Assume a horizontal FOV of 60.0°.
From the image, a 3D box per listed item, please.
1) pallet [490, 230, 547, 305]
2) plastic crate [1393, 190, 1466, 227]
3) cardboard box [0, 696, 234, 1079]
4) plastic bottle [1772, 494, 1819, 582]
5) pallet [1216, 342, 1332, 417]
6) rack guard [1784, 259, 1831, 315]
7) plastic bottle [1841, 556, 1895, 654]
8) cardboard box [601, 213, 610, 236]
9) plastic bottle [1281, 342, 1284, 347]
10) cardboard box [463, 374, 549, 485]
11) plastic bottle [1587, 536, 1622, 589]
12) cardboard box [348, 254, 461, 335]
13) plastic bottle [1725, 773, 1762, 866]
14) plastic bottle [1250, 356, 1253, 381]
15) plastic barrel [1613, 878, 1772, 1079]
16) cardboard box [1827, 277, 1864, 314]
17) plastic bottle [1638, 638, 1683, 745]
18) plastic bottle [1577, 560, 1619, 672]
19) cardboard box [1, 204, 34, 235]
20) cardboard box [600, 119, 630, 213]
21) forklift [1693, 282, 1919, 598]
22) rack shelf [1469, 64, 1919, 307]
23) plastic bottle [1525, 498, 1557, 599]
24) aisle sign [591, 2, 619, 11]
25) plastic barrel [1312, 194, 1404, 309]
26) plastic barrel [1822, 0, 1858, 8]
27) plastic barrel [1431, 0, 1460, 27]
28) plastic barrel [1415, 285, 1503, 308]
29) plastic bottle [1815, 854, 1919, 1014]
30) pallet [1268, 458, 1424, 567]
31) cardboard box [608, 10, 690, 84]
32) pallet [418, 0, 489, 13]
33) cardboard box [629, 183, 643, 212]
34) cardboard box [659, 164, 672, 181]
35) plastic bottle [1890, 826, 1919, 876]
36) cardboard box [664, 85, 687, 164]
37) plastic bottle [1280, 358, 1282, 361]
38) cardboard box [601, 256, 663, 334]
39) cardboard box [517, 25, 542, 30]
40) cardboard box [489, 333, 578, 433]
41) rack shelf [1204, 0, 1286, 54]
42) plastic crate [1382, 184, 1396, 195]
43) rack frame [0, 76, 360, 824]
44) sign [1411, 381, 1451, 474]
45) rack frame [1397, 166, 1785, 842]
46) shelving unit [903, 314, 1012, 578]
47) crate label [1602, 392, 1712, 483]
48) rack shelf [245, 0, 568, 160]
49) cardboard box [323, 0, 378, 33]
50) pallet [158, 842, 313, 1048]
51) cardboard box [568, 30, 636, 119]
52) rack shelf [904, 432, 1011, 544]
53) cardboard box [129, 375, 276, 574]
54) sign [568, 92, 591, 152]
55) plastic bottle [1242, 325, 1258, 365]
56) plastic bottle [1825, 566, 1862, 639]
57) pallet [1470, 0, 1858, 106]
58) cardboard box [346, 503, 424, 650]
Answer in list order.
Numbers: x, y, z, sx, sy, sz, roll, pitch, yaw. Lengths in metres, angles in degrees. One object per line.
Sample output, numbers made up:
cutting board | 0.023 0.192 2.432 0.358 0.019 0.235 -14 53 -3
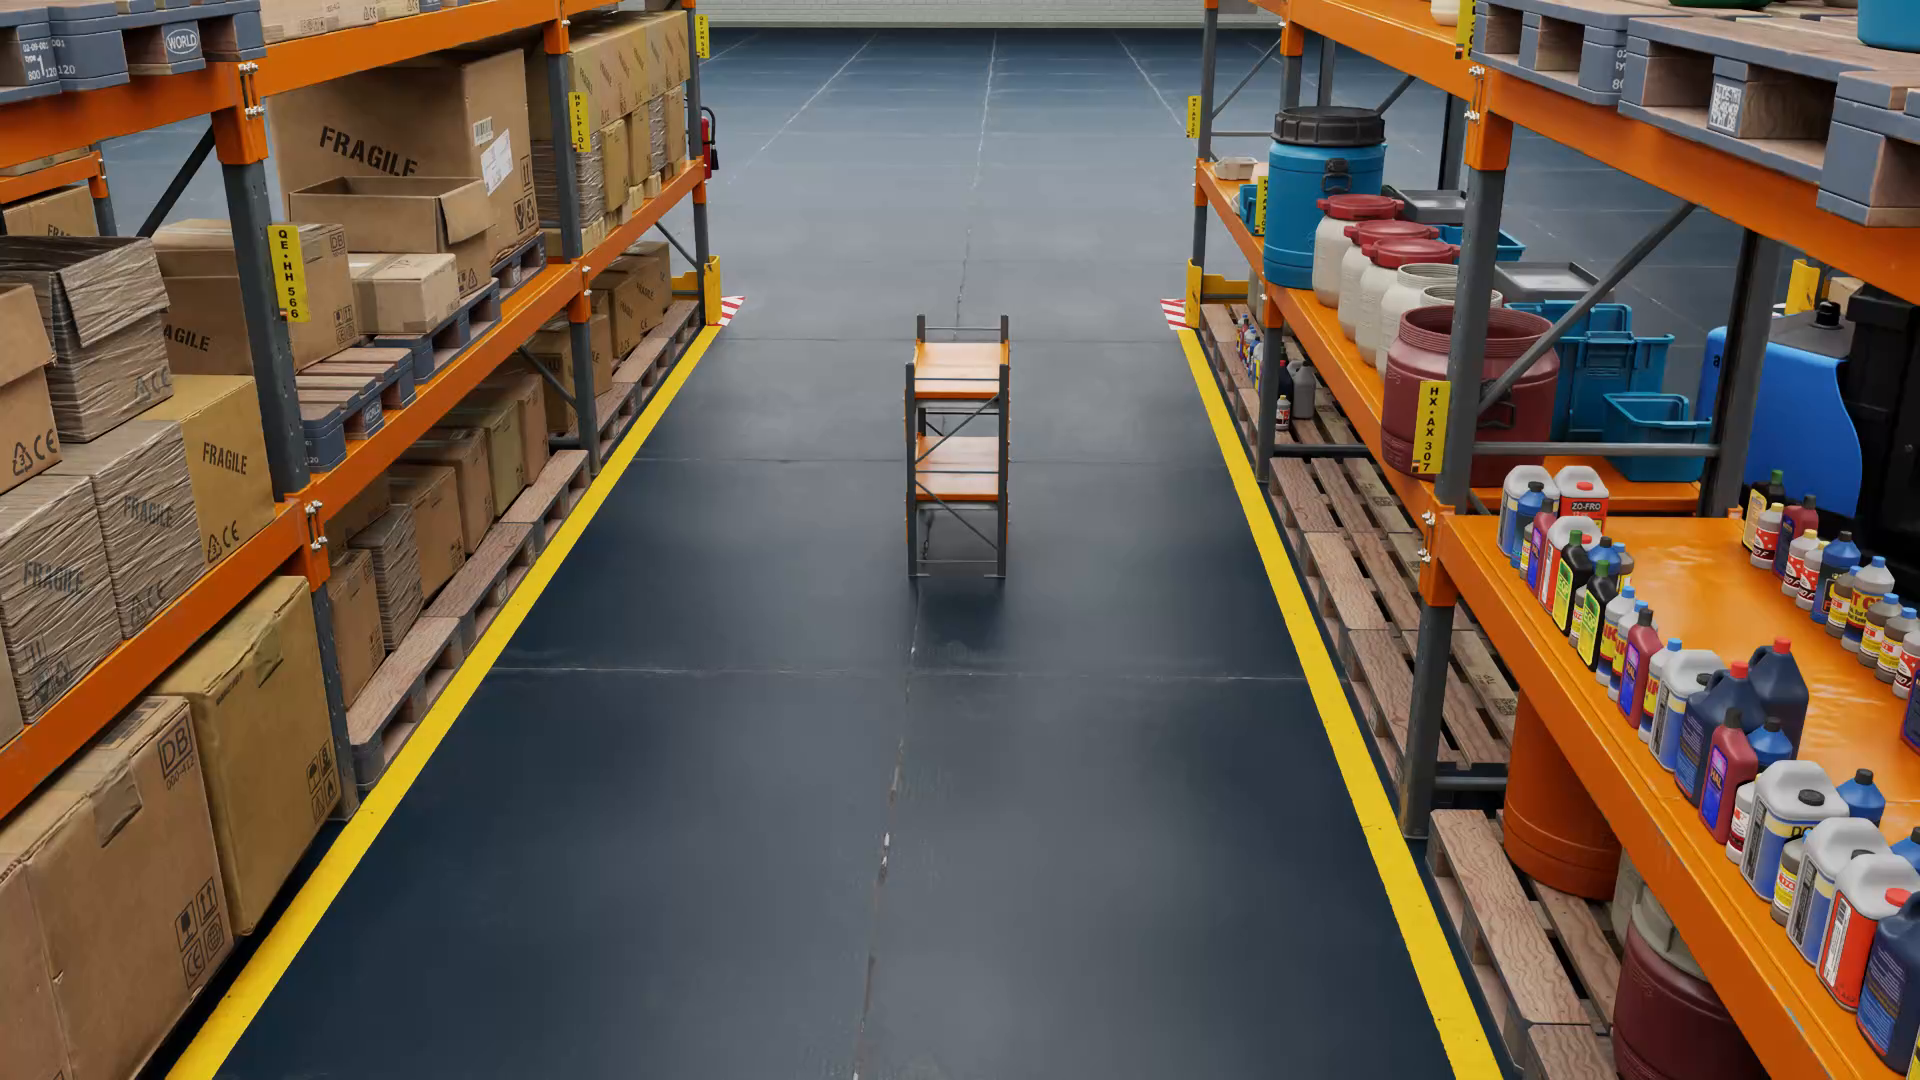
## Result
pallet | -2.851 -1.438 8.852 1.003 0.211 1.213 1 21 2
plastic crate | 2.559 -1.599 8.914 0.402 0.464 0.583 1 21 2
cardboard box | -2.881 1.011 4.634 1.225 0.875 0.875 1 21 2
plastic bottle | 2.554 -0.012 5.075 0.061 0.283 0.133 1 21 2
pallet | 2.365 -1.132 11.654 1.003 0.211 1.213 1 21 2
rack guard | 7.342 -1.981 13.443 1.175 0.500 0.348 1 21 2
plastic bottle | 2.520 0.176 4.607 0.097 0.271 0.097 0 21 0
cardboard box | -2.375 -1.940 10.229 0.380 0.149 0.250 1 21 2
plastic bottle | 2.131 -1.166 11.034 0.061 0.283 0.133 1 21 2
cardboard box | -2.723 -0.620 9.327 0.700 0.500 0.500 -1 21 -3
plastic bottle | 1.826 0.122 4.747 0.097 0.271 0.097 0 21 0
cardboard box | -2.523 -1.085 7.305 0.500 0.250 0.500 0 21 0
plastic bottle | 1.728 0.603 3.604 0.097 0.201 0.097 0 21 0
plastic bottle | 2.001 -1.172 11.162 0.097 0.201 0.097 0 21 0
plastic barrel | 2.114 1.213 4.509 0.600 0.588 0.708 1 21 2
cardboard box | 7.102 -1.860 12.897 0.500 0.250 0.500 1 21 2
plastic bottle | 1.744 0.371 4.104 0.097 0.271 0.097 0 21 0
plastic bottle | 1.740 0.205 4.515 0.061 0.283 0.133 1 21 2
cardboard box | -7.495 -1.980 12.343 0.875 0.875 0.875 0 21 1
cardboard box | -2.557 -2.329 10.336 0.875 0.500 0.500 1 21 2
forklift | 5.205 -1.135 7.902 1.130 2.935 3.031 -12 24 -27
rack shelf | 2.086 -0.641 3.382 1.077 0.370 4.000 1 21 2
plastic bottle | 1.755 0.025 4.980 0.061 0.283 0.133 1 21 2
aisle sign | -2.859 -4.486 12.849 0.394 0.787 0.004 1 21 2
plastic barrel | 2.020 -1.467 8.475 0.433 0.535 0.433 0 21 0
plastic barrel | 2.260 -1.441 4.061 0.301 0.262 0.301 0 21 0
plastic barrel | 1.952 -2.097 6.332 0.301 0.262 0.301 0 21 0
plastic barrel | 1.964 -0.727 6.602 0.421 0.512 0.421 0 21 0
plastic bottle | 1.740 0.743 3.140 0.152 0.276 0.135 1 21 2
pallet | 2.283 -0.163 9.157 1.003 0.211 1.213 1 21 2
cardboard box | -2.331 -3.698 12.481 0.500 0.500 0.500 1 21 2
pallet | -2.836 -2.516 7.478 1.213 0.211 1.003 1 21 2
cardboard box | -2.343 -2.302 11.161 0.380 0.149 0.250 1 21 2
cardboard box | -2.351 -2.754 12.327 0.380 0.149 0.250 1 21 2
plastic bottle | 1.870 0.691 3.280 0.097 0.271 0.097 0 21 0
cardboard box | -2.500 -3.053 12.200 0.875 0.500 0.500 1 21 2
plastic bottle | 2.006 -1.023 10.572 0.144 0.351 0.185 0 21 -1
cardboard box | -2.580 -1.836 12.490 0.500 0.500 0.500 6 22 16
cardboard box | -2.895 -3.161 11.098 0.500 0.500 0.500 1 21 2
cardboard box | -2.630 -0.976 10.274 0.500 0.500 0.500 0 21 0
rack shelf | 2.329 -3.533 10.837 1.077 0.370 4.000 1 21 2
plastic crate | 2.592 -2.136 10.681 0.450 0.188 0.662 1 21 2
rack frame | -2.804 -0.355 5.798 1.000 3.000 0.127 1 21 2
sign | 1.596 -0.381 5.637 0.100 0.325 0.005 1 21 2
rack frame | 2.147 -0.301 5.658 1.000 3.000 0.127 1 21 2
shelving unit | 0.000 -0.522 8.819 0.538 1.125 1.048 1 21 2
crate label | 2.534 -0.371 6.070 0.303 0.233 0.416 1 21 2
rack shelf | -2.743 -2.142 7.250 1.077 0.370 4.000 1 21 2
cardboard box | -2.519 -2.037 6.192 0.500 0.250 0.500 1 21 3
pallet | -2.903 1.229 5.570 1.003 0.211 1.213 1 21 2
cardboard box | -2.385 -2.975 10.617 0.500 0.500 0.500 1 21 2
rack shelf | 0.000 -0.294 8.908 0.538 0.278 1.000 1 21 2
cardboard box | -2.571 -0.221 5.313 0.500 0.500 0.500 1 21 3
sign | -2.128 -2.337 9.304 0.100 0.325 0.005 1 21 2
plastic bottle | 2.013 -1.351 11.527 0.097 0.271 0.097 0 21 0
plastic bottle | 2.523 0.173 4.711 0.097 0.201 0.097 0 21 0
pallet | 2.026 -1.336 4.439 1.003 0.211 1.213 1 21 2
cardboard box | -2.800 0.162 7.313 0.700 0.500 0.500 -1 21 -3
